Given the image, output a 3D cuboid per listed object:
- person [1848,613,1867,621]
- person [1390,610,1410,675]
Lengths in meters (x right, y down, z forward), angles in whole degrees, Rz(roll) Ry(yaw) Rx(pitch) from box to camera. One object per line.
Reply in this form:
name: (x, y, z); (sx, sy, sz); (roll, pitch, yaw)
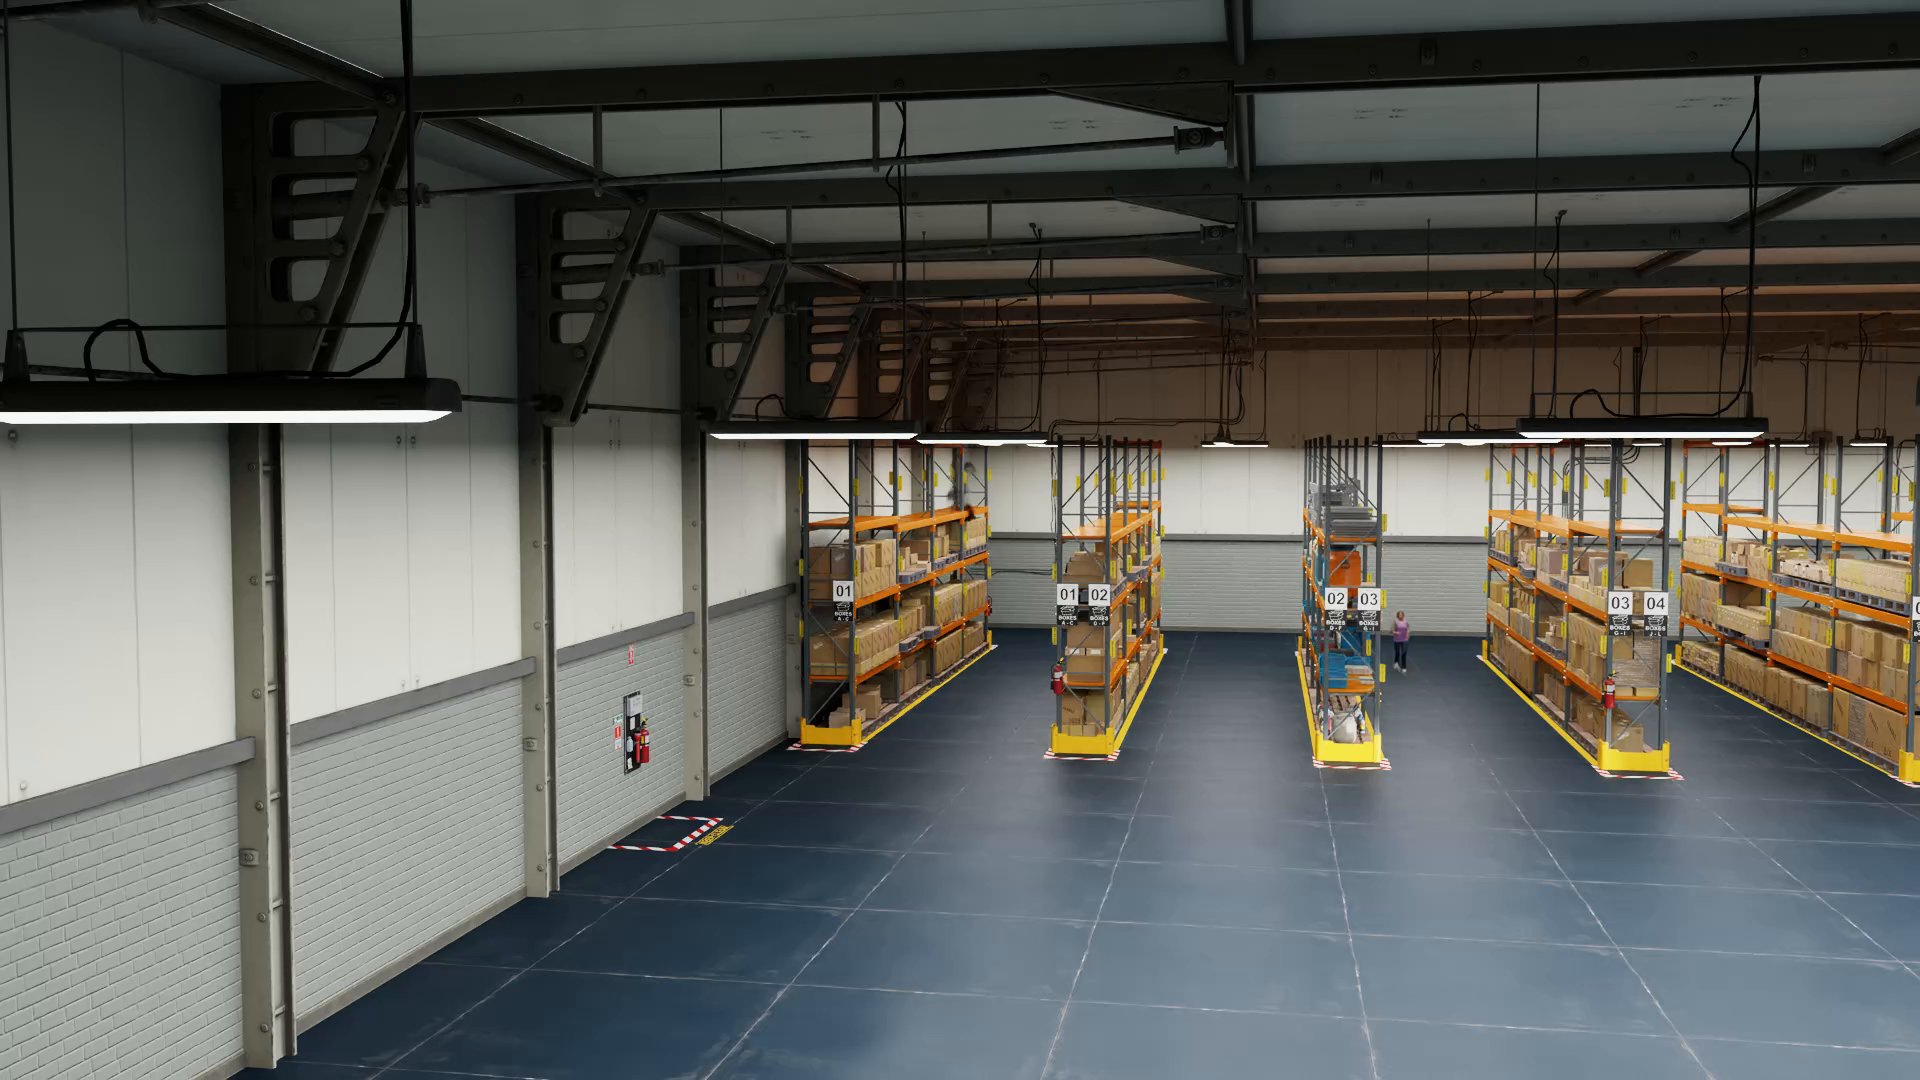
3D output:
person: (24.333, 2.375, 44.961); (0.741, 1.745, 0.624); (0, 3, 2)
person: (11.290, 2.607, 42.651); (0.537, 1.609, 0.875); (0, 3, 4)
